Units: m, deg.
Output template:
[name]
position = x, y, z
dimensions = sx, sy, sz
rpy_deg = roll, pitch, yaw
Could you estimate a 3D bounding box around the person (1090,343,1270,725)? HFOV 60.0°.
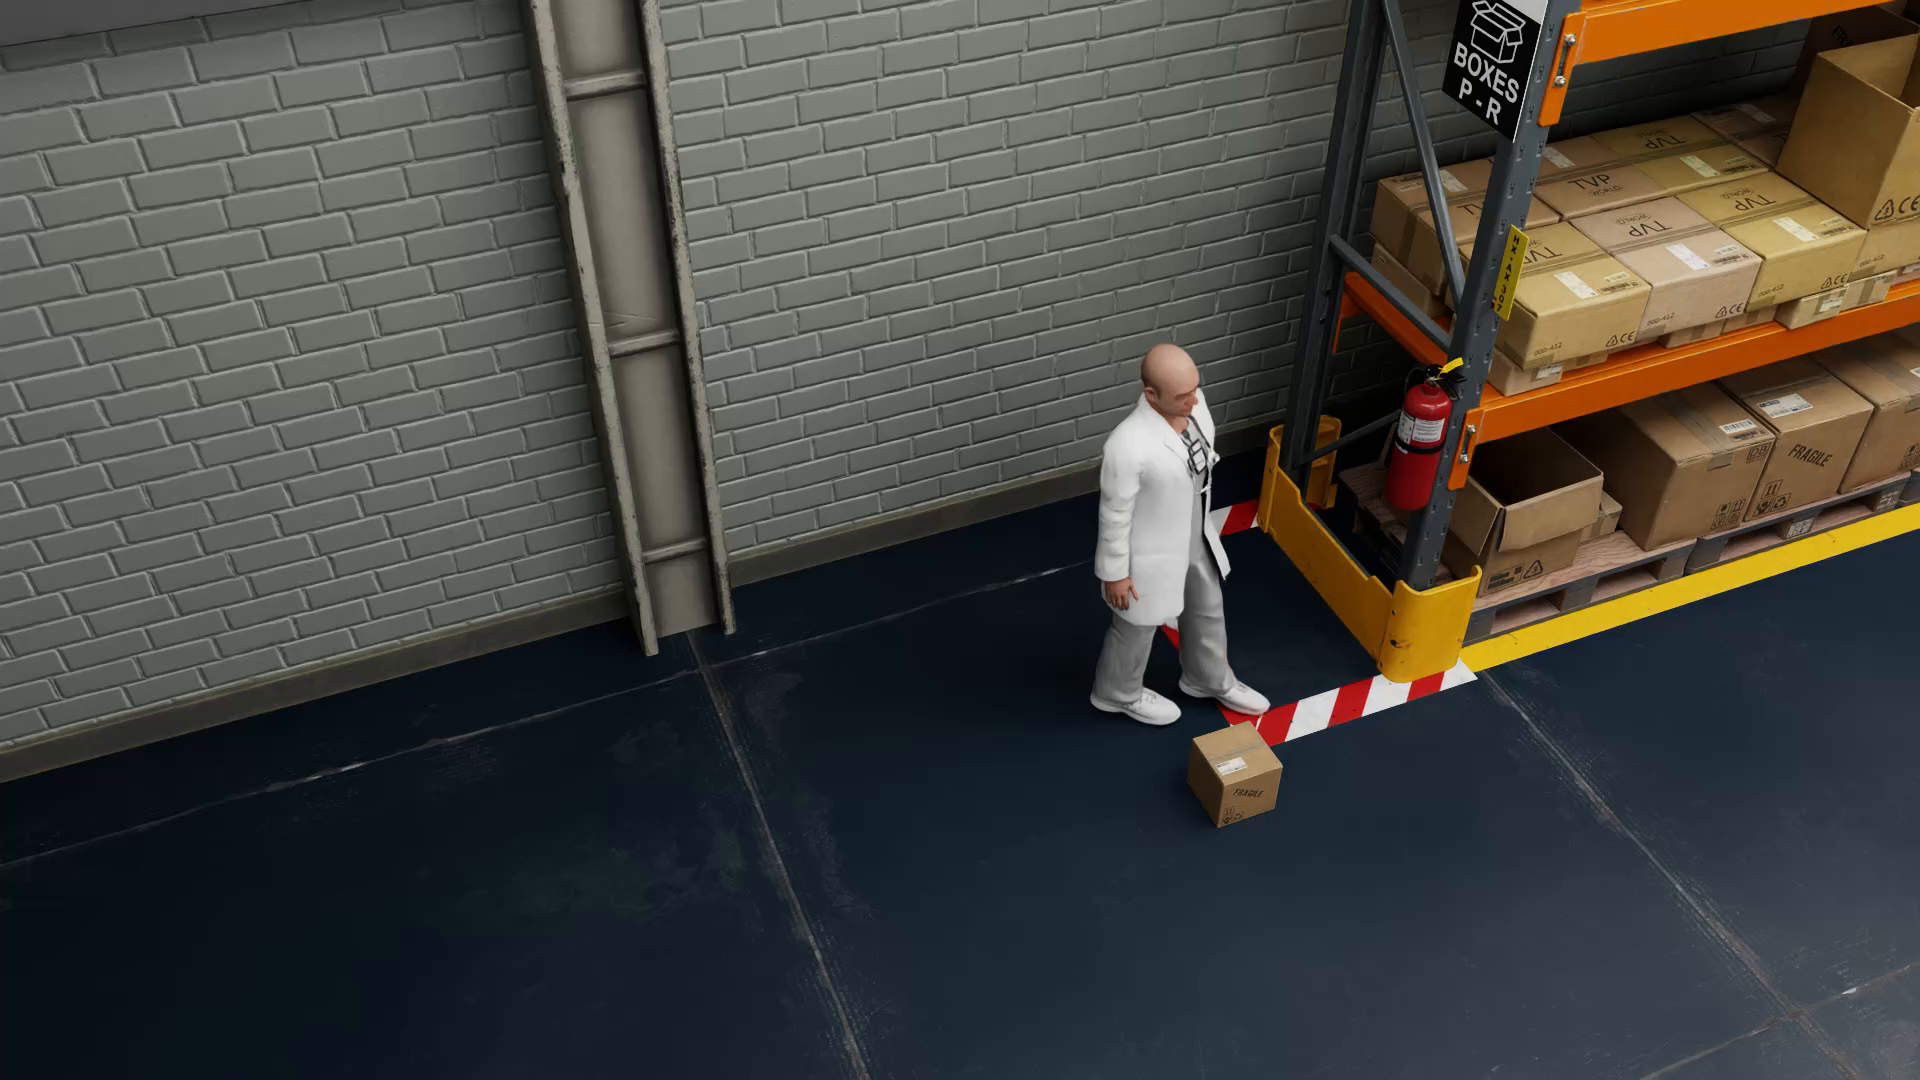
[person]
position = 0.834, 0.051, 6.099
dimensions = 0.629, 1.775, 0.611
rpy_deg = 26, 47, 26
